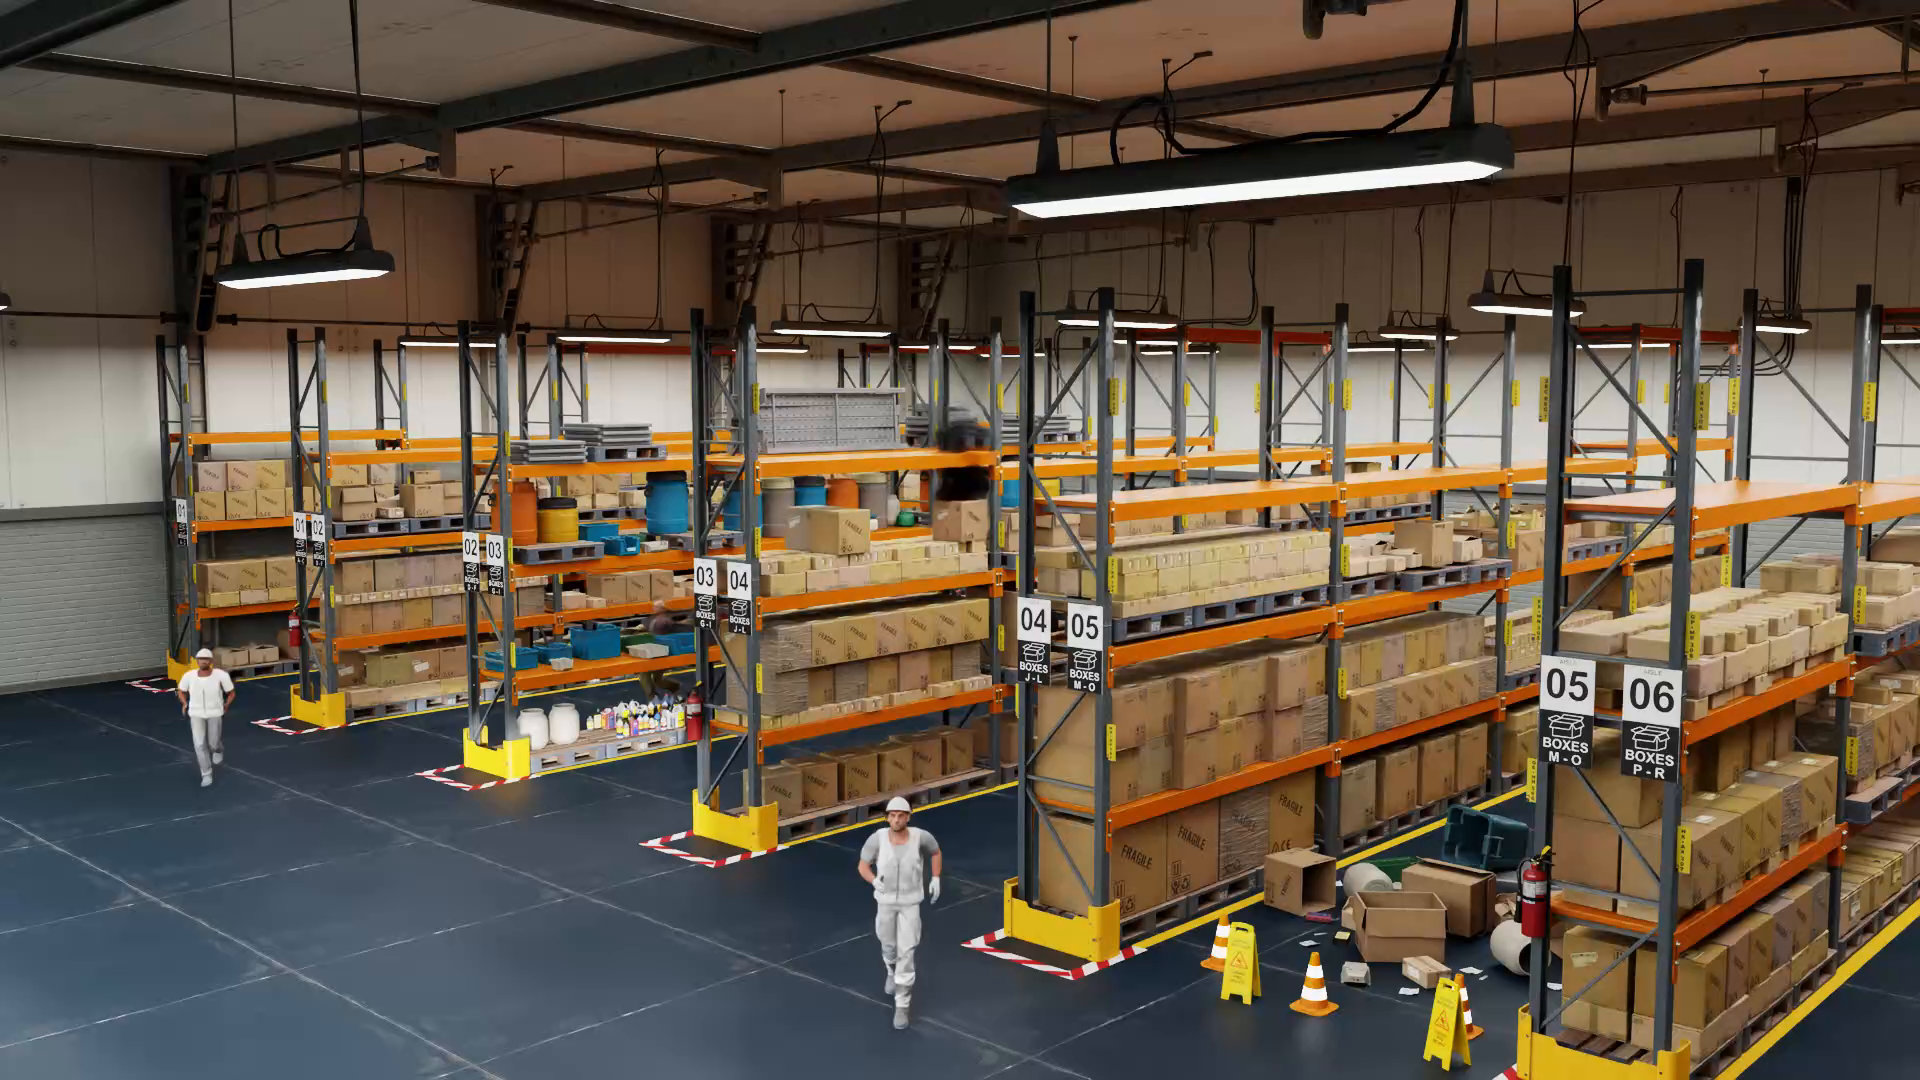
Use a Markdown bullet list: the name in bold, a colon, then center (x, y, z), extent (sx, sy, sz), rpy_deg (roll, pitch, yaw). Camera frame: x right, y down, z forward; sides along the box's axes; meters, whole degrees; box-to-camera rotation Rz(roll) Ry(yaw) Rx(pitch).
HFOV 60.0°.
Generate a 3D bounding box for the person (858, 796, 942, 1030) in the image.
- **person**: center (-0.494, 2.984, 13.661), extent (0.681, 1.806, 0.885), rpy_deg (0, 5, 3)

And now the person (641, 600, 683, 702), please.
- **person**: center (-4.794, 1.818, 26.447), extent (0.694, 1.730, 0.754), rpy_deg (4, 7, 39)

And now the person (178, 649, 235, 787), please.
- **person**: center (-9.819, 2.277, 21.666), extent (0.700, 1.748, 0.796), rpy_deg (-2, 6, -17)
